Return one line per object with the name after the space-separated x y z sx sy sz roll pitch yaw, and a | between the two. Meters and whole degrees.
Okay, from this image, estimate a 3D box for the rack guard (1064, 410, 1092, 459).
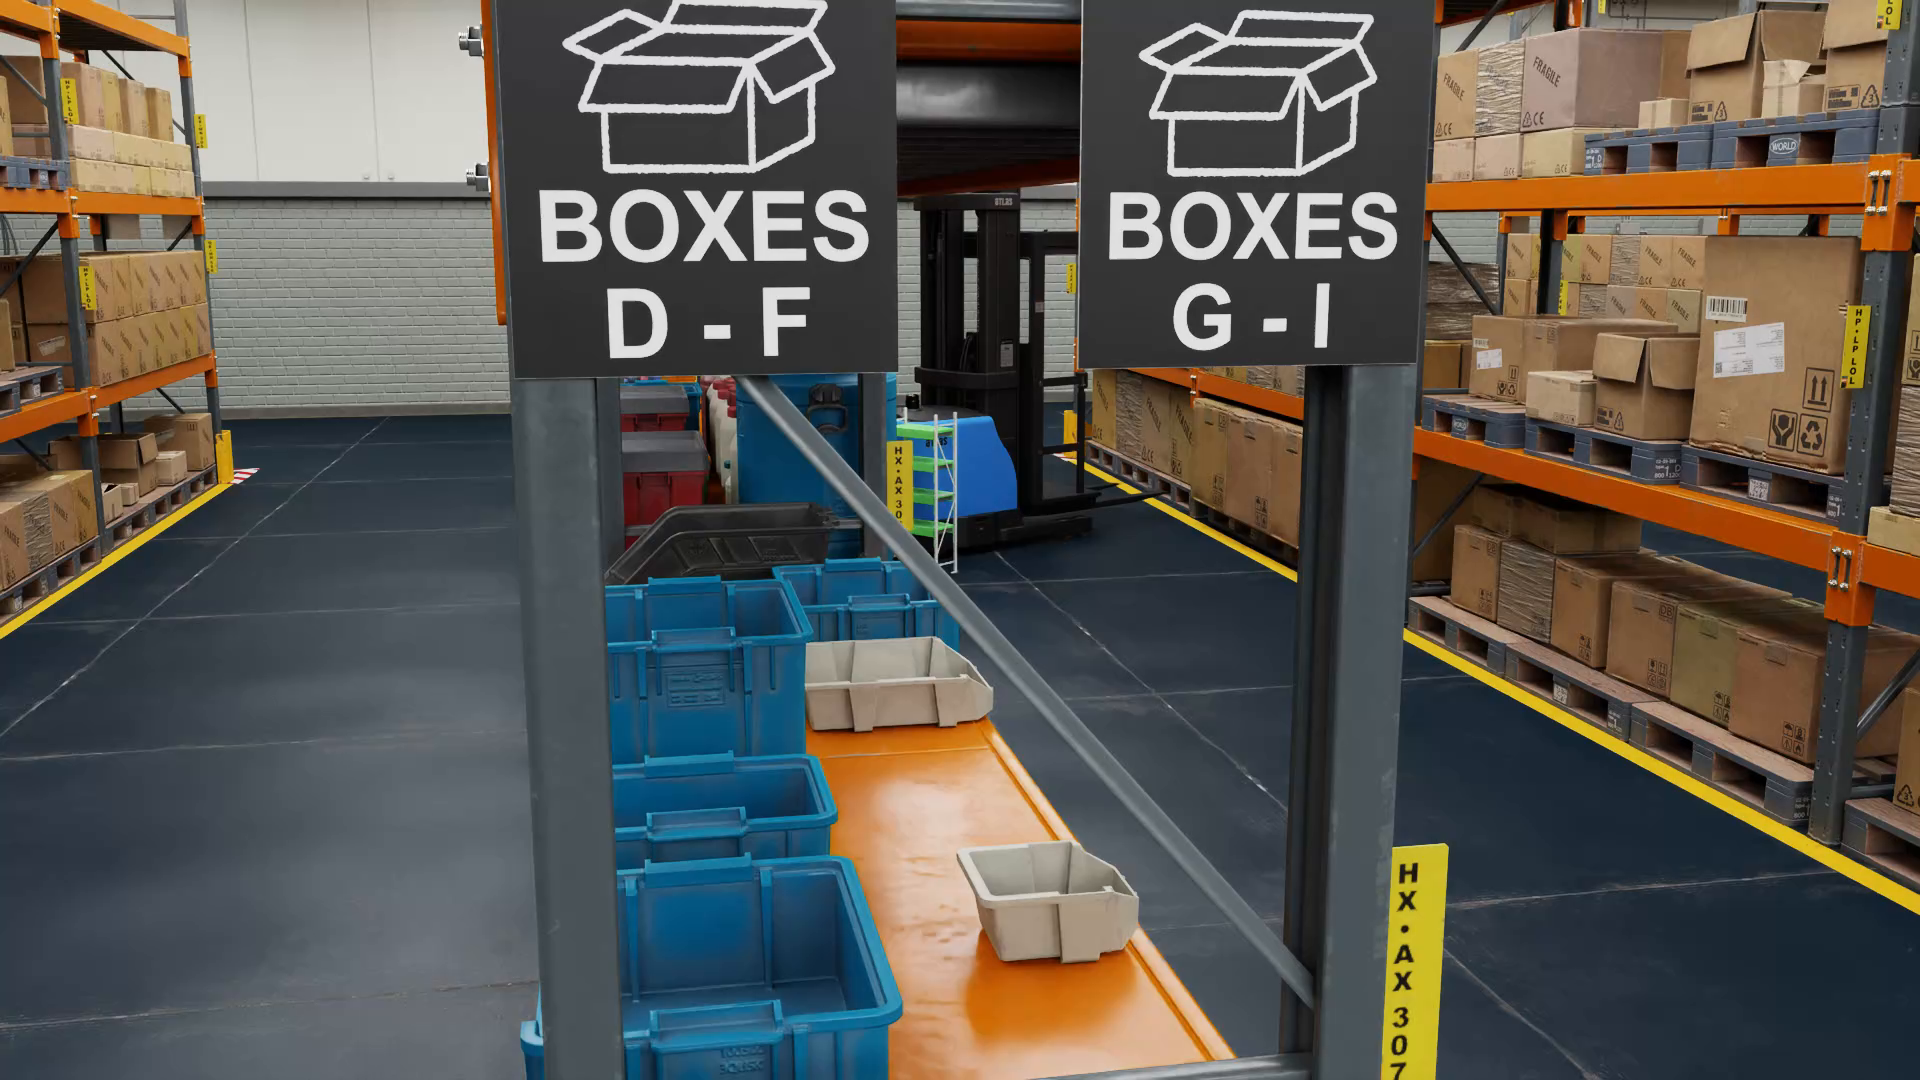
1.761 -1.195 18.640 1.175 0.500 0.348 -2 11 -11 | rack guard

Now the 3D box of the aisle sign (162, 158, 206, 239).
-7.665 -3.360 16.375 0.394 0.787 0.004 -2 11 -11 | aisle sign

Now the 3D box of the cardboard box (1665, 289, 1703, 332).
7.057 -2.121 15.754 0.500 0.500 0.500 -2 11 -11 | cardboard box

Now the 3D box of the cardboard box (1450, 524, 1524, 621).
3.471 0.182 10.225 0.700 0.500 0.500 -3 11 -14 | cardboard box

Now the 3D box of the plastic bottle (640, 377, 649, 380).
-2.151 -1.022 11.354 0.061 0.283 0.133 -2 11 -11 | plastic bottle

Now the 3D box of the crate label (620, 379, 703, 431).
-1.609 -0.597 8.716 0.502 0.435 0.616 -2 11 -11 | crate label

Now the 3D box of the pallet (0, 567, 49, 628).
-6.739 0.416 10.946 1.003 0.211 1.213 -2 11 -11 | pallet

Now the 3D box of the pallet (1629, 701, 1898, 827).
3.946 1.009 7.830 1.003 0.211 1.213 -2 11 -11 | pallet

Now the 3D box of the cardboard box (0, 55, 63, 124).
-7.307 -3.427 12.717 0.700 0.500 0.500 -2 11 -11 | cardboard box

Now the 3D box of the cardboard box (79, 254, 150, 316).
-7.191 -2.152 14.037 0.500 0.500 0.500 -2 11 -13 | cardboard box

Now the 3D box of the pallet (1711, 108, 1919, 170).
4.084 -1.716 7.172 1.213 0.211 1.003 -2 11 -11 | pallet

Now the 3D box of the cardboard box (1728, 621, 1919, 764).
4.001 0.680 7.608 0.700 0.500 0.500 -3 11 -15 | cardboard box

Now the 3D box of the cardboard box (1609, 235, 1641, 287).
6.880 -2.799 16.643 0.500 0.500 0.500 -2 11 -10 | cardboard box

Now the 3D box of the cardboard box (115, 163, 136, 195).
-7.216 -3.007 13.854 0.500 0.250 0.500 -2 11 -11 | cardboard box

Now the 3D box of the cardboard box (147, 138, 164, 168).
-7.412 -3.436 14.770 0.500 0.250 0.500 -2 11 -11 | cardboard box

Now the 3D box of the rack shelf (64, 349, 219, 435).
-7.564 -1.339 14.634 1.077 0.370 4.000 -2 11 -11 | rack shelf

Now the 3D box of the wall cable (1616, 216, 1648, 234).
10.366 -4.327 25.608 0.585 1.953 0.123 -2 11 -11 | wall cable

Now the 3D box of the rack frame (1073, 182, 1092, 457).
1.765 -2.419 18.383 1.000 3.000 0.127 -2 11 -11 | rack frame

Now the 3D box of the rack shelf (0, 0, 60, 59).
-6.786 -3.356 10.256 1.077 0.370 4.000 -2 11 -11 | rack shelf

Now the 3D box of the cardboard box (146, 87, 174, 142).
-7.837 -3.980 15.619 0.700 0.500 0.500 -2 11 -11 | cardboard box

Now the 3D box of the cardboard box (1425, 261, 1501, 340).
3.195 -1.628 11.279 0.797 0.503 0.637 -2 11 -9 | cardboard box

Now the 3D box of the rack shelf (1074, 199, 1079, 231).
2.154 -3.172 16.243 1.077 0.370 4.000 -2 11 -11 | rack shelf

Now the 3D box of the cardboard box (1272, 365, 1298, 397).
2.689 -1.362 12.565 0.500 0.500 0.500 -2 11 -10 | cardboard box

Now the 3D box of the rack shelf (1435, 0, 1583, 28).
3.710 -2.982 8.291 1.077 0.370 4.000 -2 11 -11 | rack shelf

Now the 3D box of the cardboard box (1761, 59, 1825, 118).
3.818 -2.001 7.399 0.396 0.266 0.258 -2 11 -9 | cardboard box

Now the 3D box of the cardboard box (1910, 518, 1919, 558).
3.882 0.002 6.335 0.380 0.149 0.250 -2 11 -11 | cardboard box

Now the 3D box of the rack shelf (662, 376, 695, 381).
-2.704 -1.519 15.577 1.077 0.370 4.000 -2 11 -11 | rack shelf

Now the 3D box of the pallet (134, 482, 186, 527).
-7.548 -0.306 14.740 1.003 0.211 1.213 -2 11 -11 | pallet

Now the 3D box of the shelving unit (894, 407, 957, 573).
-0.293 -0.362 12.387 0.503 1.200 0.258 9 14 39 | shelving unit

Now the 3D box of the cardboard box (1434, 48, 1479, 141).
3.160 -2.624 9.836 0.500 0.500 0.500 -2 11 -10 | cardboard box

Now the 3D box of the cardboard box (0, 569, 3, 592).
-6.405 0.138 10.459 0.500 0.500 0.500 -2 11 -12 | cardboard box

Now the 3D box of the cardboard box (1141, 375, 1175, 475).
2.318 -1.137 16.207 0.875 0.875 0.875 -2 11 -11 | cardboard box

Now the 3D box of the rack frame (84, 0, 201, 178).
-7.953 -5.006 15.933 1.000 3.000 0.127 -2 11 -11 | rack frame

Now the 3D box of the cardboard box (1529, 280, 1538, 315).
6.596 -2.586 18.200 0.500 0.500 0.500 -2 11 -11 | cardboard box

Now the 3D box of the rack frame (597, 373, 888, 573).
-0.759 -0.038 5.873 1.000 3.000 0.127 -2 11 -11 | rack frame

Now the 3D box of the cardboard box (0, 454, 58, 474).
-7.564 -0.408 13.327 0.500 0.500 0.500 -2 11 -11 | cardboard box

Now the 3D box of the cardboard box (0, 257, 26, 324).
-7.527 -1.949 12.974 0.500 0.500 0.500 -2 11 -11 | cardboard box

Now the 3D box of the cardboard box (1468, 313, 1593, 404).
3.465 -1.110 10.113 0.500 0.500 0.500 -4 11 -18 | cardboard box

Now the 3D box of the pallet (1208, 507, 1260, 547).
2.767 -0.177 14.060 1.003 0.211 1.213 -2 11 -11 | pallet

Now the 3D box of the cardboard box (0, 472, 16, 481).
-7.320 -0.216 12.319 0.500 0.500 0.500 -3 11 -14 | cardboard box

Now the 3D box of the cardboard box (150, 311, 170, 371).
-7.305 -1.757 14.638 0.500 0.500 0.500 -2 11 -12 | cardboard box

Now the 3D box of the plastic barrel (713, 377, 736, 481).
-0.957 -0.502 7.948 0.433 0.535 0.433 0 11 0 | plastic barrel

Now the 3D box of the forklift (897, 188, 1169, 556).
0.479 -1.515 13.816 3.031 2.935 1.130 -9 14 -39 | forklift

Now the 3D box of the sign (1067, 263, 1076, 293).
1.220 -2.864 18.194 0.100 0.325 0.005 -2 11 -11 | sign

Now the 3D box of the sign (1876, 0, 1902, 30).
3.555 -2.118 6.345 0.100 0.325 0.005 -2 11 -11 | sign

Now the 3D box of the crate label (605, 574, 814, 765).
-0.605 0.351 3.738 0.502 0.435 0.616 -2 11 -11 | crate label

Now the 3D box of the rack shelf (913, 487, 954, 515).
-0.293 -0.299 12.399 0.480 0.148 0.258 9 14 39 | rack shelf

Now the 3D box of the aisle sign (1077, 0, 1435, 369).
0.320 -0.579 1.763 0.394 0.787 0.004 -2 11 -11 | aisle sign
